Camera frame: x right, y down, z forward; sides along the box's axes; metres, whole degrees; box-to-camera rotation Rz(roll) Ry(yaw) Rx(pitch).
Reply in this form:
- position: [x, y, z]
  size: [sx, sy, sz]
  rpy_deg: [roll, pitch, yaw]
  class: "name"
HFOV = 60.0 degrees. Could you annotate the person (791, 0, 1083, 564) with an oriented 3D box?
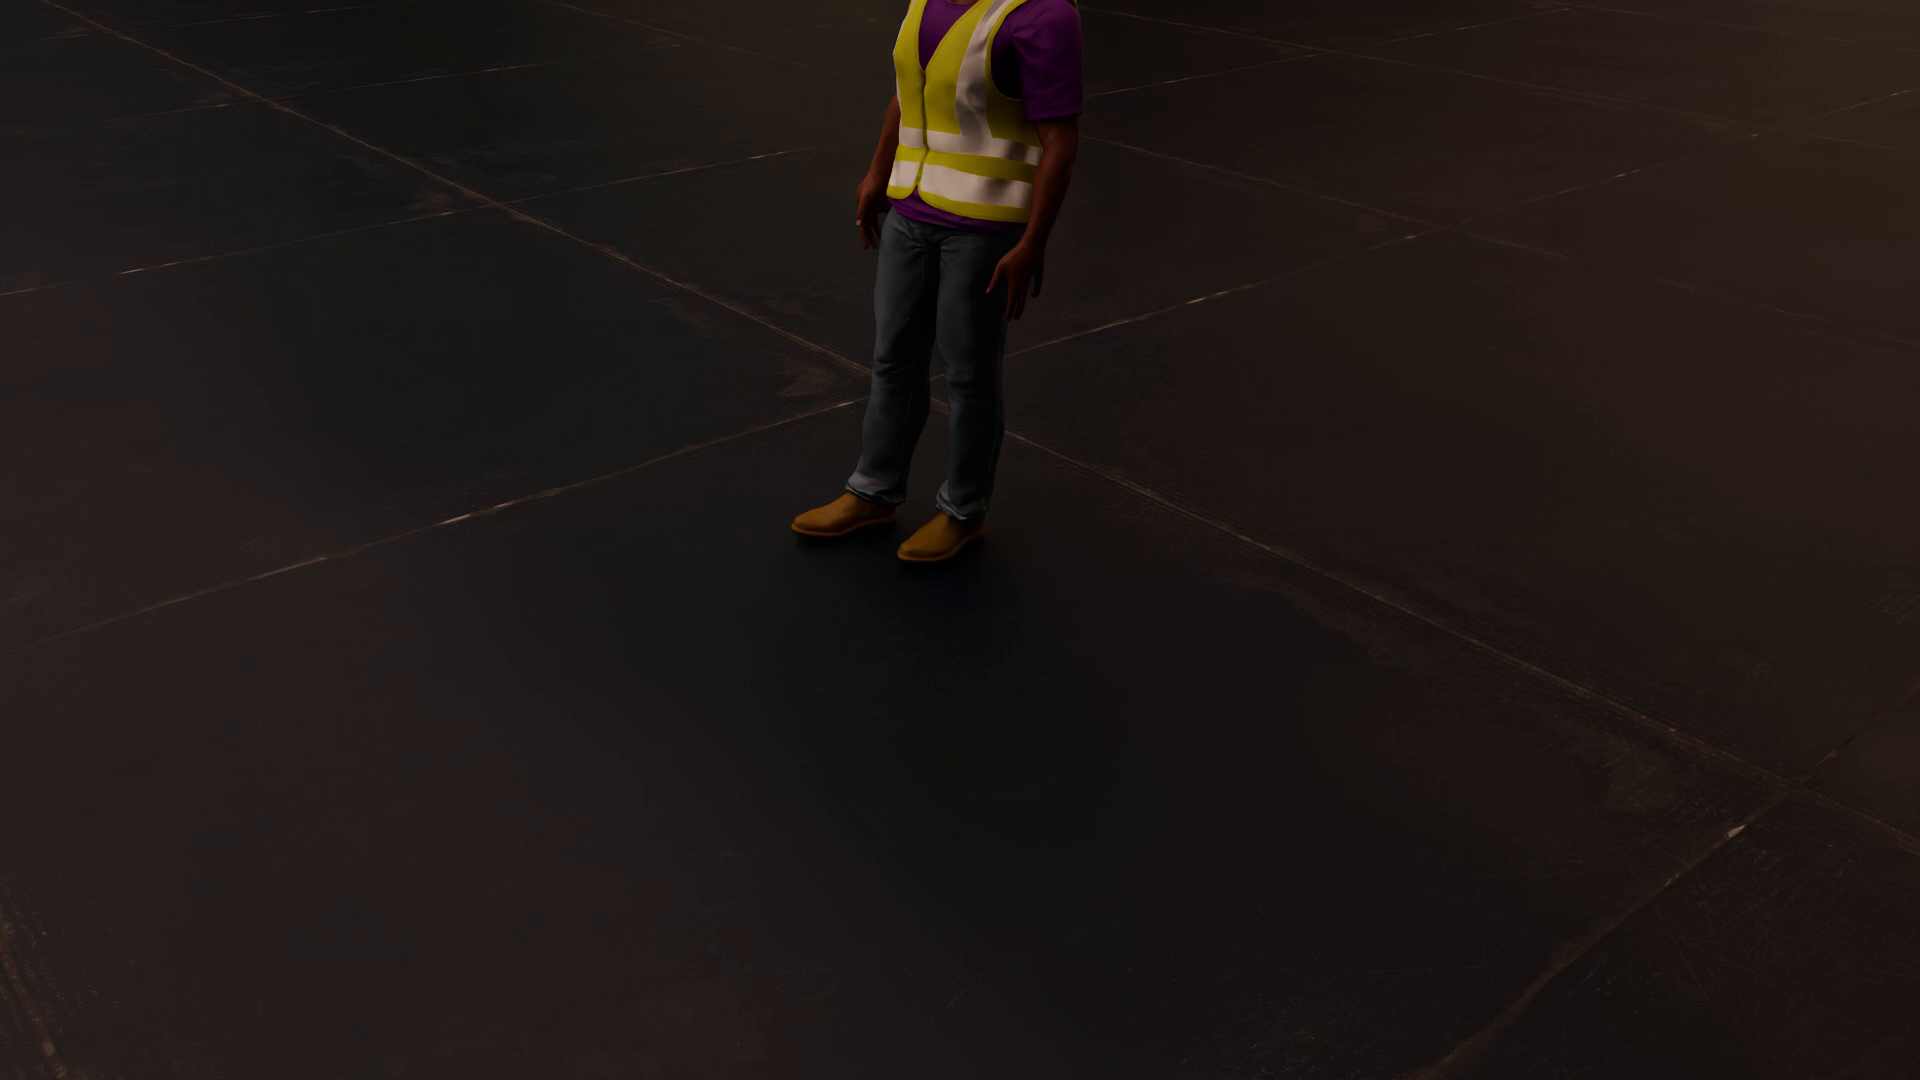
- position: [-0.057, -0.780, 4.070]
  size: [0.577, 1.765, 0.665]
  rpy_deg: [-20, 33, -35]
  class: "person"
